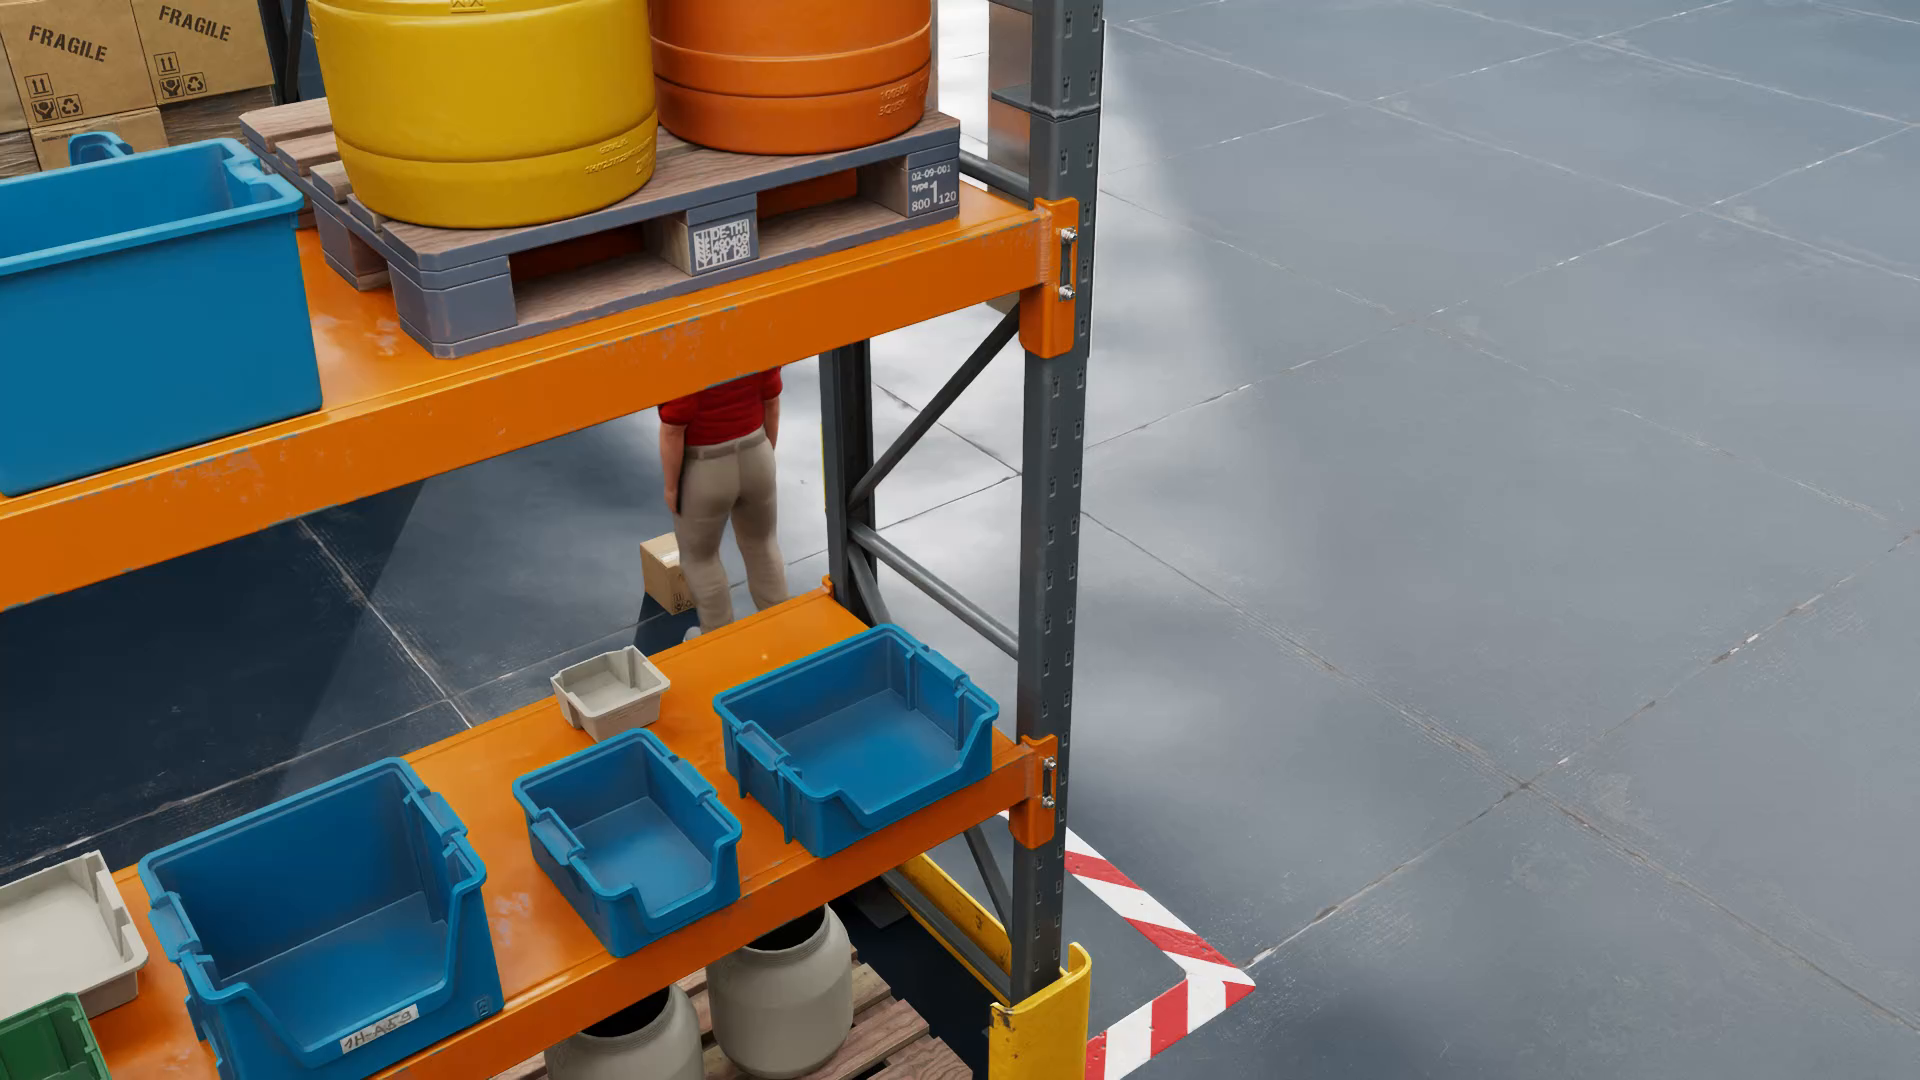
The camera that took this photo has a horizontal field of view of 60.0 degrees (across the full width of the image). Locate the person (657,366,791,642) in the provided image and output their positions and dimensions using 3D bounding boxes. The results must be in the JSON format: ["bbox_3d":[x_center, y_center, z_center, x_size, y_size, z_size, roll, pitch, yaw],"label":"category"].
[{"bbox_3d":[-0.958,-0.267,6.615,0.526,1.746,0.360,-21,38,-30],"label":"person"}]
